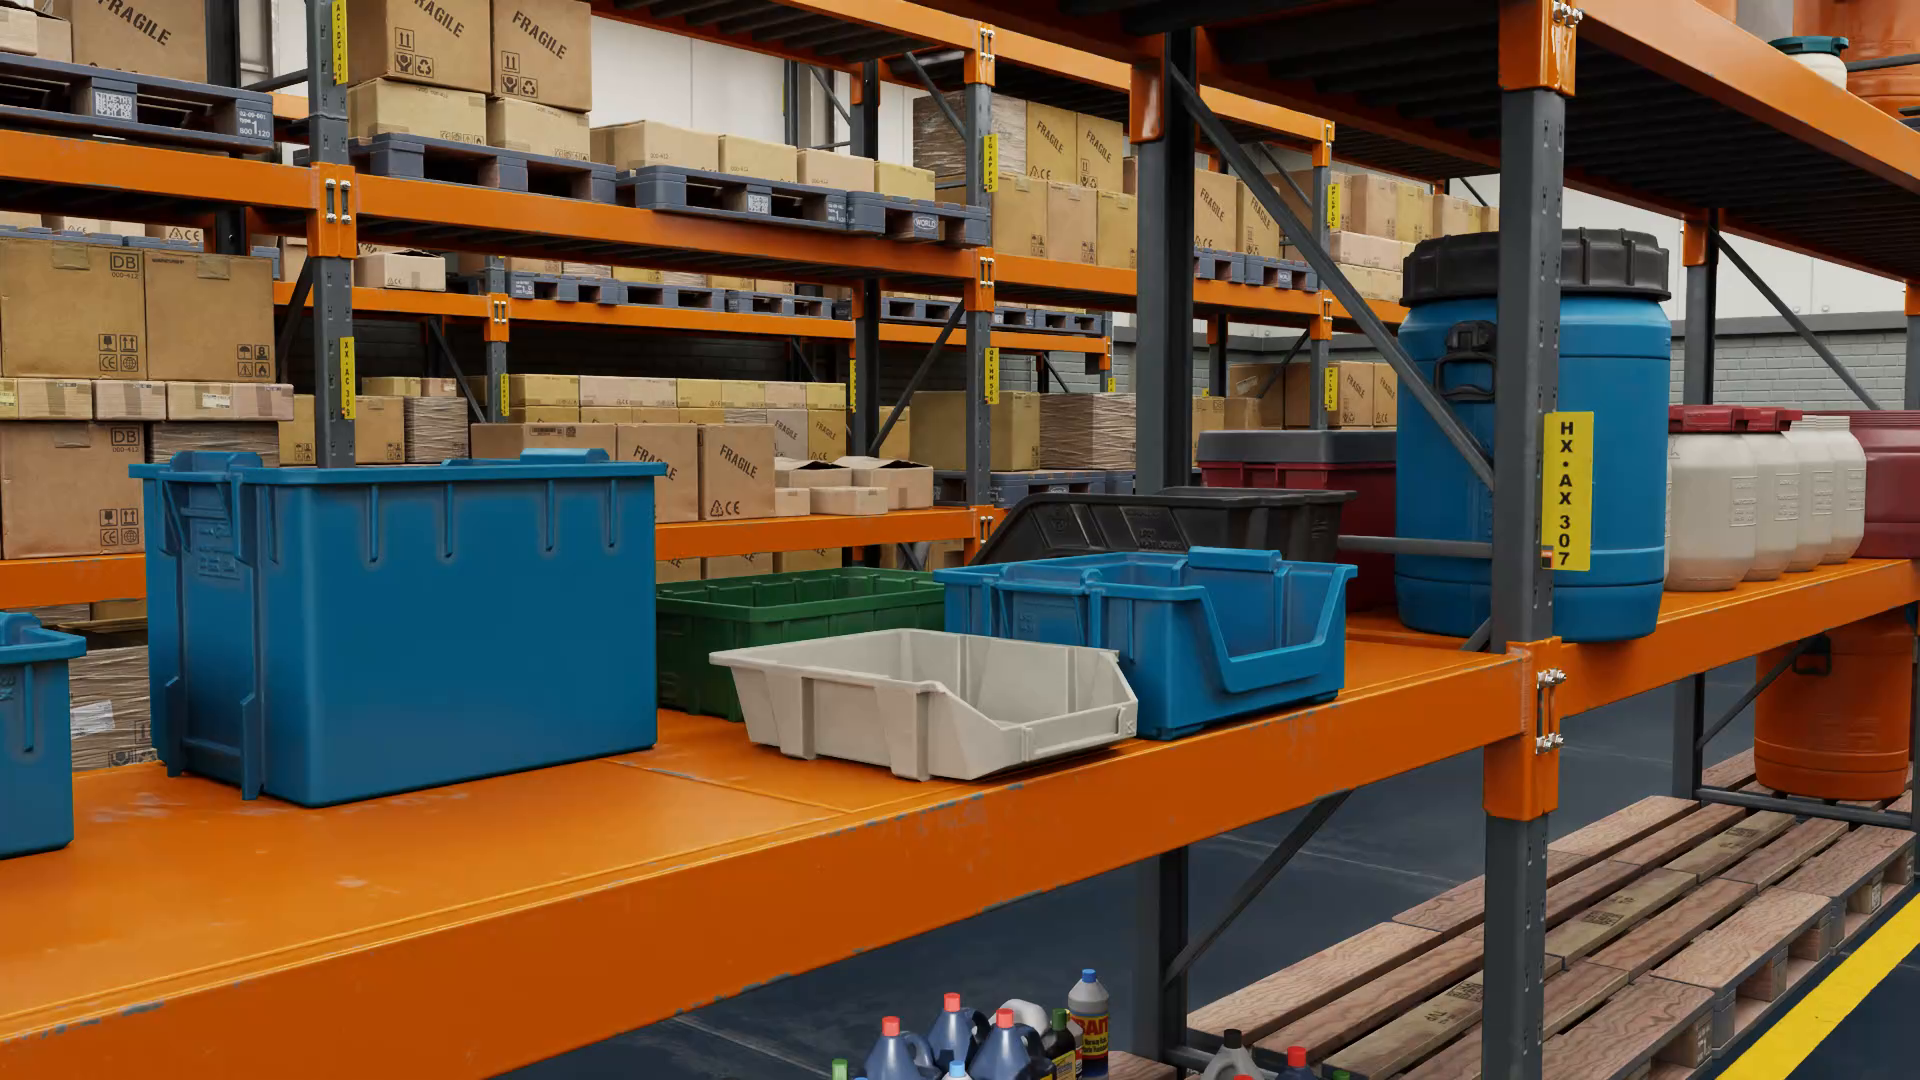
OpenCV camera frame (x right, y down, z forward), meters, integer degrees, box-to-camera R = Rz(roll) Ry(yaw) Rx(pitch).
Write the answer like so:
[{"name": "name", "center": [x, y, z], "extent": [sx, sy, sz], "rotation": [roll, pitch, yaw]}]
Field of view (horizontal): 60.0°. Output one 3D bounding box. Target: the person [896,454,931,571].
[{"name": "person", "center": [-0.472, -0.022, 15.053], "extent": [0.419, 1.594, 0.492], "rotation": [3, 5, 42]}]
